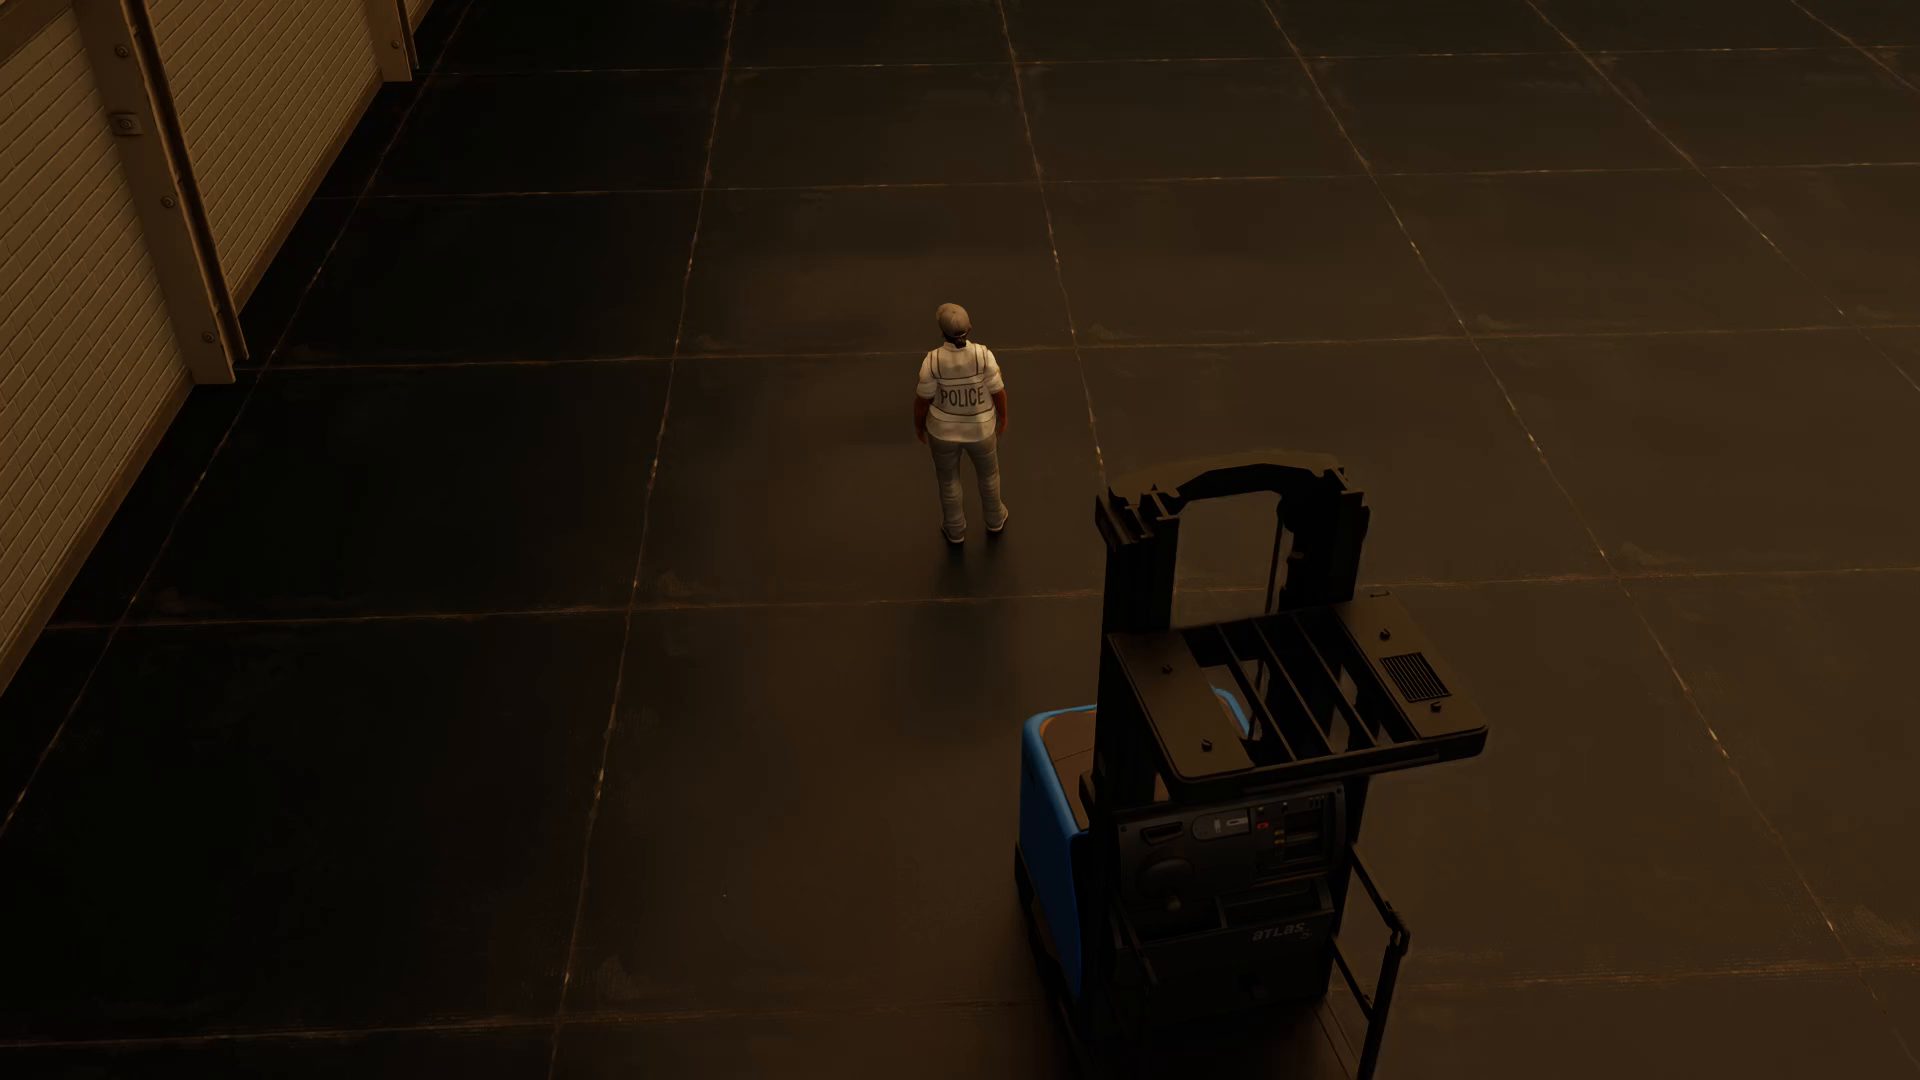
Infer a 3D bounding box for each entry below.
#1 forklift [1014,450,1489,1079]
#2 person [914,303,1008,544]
[{"bbox_3d":[1.108,1.259,6.282,1.130,2.935,3.031,-8,37,-11],"label":"forklift"},{"bbox_3d":[0.019,-0.725,10.068,0.598,1.670,0.529,-2,36,-2],"label":"person"}]
